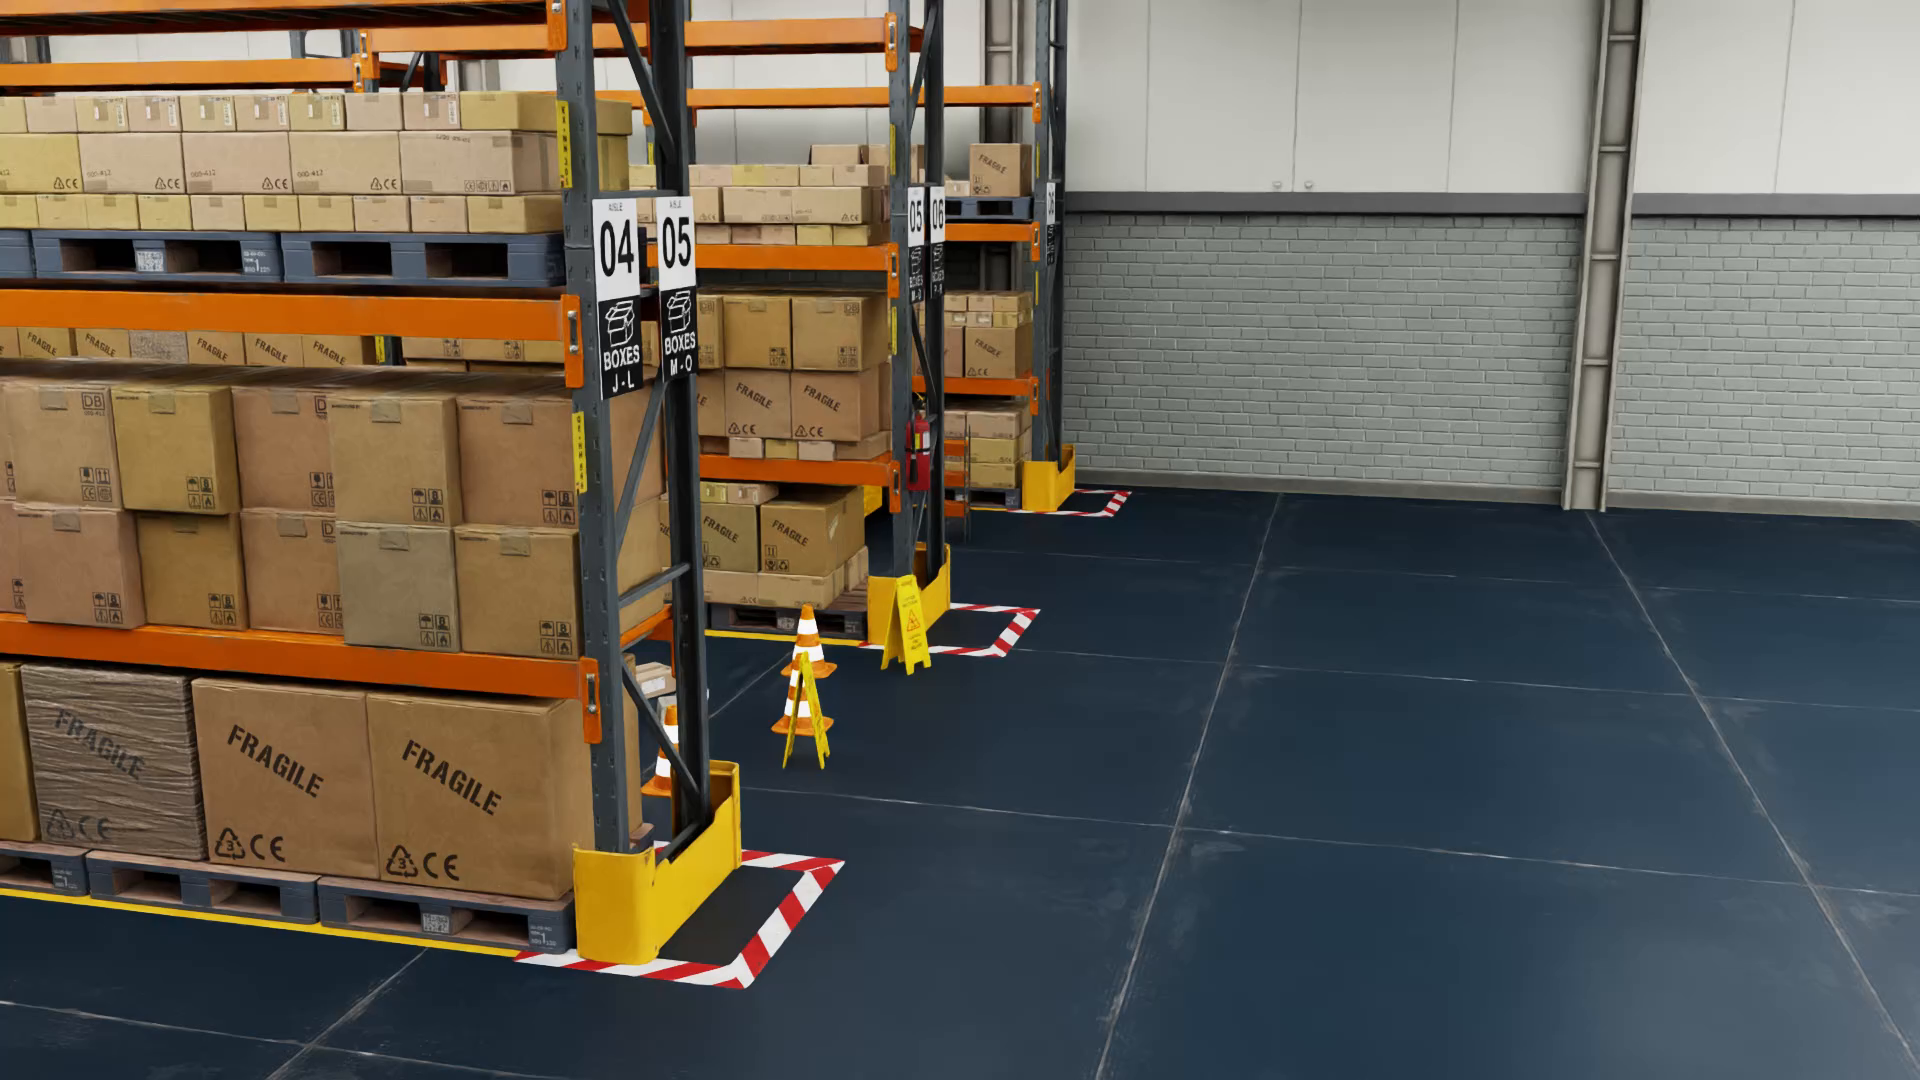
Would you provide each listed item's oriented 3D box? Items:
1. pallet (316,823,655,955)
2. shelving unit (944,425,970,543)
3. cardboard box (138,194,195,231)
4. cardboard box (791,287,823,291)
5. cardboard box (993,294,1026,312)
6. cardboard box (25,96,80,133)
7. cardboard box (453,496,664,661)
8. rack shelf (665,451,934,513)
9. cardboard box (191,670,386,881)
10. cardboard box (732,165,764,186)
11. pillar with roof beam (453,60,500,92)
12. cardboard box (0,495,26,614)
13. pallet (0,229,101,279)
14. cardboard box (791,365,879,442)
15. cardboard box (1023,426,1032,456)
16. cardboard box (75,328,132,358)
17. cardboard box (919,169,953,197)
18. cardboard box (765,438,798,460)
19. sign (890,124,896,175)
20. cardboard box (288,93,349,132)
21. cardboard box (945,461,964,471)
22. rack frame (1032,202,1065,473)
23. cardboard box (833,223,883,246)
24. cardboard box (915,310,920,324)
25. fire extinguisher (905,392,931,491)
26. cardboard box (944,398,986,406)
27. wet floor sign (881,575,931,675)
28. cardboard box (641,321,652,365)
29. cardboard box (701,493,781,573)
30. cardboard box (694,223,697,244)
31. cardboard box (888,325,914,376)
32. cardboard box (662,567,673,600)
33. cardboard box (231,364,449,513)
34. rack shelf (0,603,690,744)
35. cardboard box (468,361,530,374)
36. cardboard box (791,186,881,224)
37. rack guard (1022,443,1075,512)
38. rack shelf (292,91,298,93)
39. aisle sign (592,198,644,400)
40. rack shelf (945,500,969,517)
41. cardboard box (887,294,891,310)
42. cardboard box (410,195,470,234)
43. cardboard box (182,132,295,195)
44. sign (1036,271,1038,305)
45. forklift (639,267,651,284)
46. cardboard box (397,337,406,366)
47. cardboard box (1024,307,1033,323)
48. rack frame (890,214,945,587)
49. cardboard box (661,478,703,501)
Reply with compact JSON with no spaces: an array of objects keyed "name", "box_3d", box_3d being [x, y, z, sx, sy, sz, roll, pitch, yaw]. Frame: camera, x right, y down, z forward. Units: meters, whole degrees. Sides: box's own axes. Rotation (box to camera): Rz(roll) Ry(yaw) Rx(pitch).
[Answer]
[{"name":"pallet","box_3d":[-2.178,1.554,7.758,1.213,0.211,1.003,3,13,14]},{"name":"shelving unit","box_3d":[-0.052,-0.515,15.149,0.252,1.050,0.215,3,13,14]},{"name":"cardboard box","box_3d":[-3.268,-1.403,7.103,0.250,0.149,0.380,3,13,14]},{"name":"cardboard box","box_3d":[-1.612,-2.587,17.572,0.250,0.149,0.380,3,13,13]},{"name":"cardboard box","box_3d":[0.492,-2.357,16.535,0.250,0.149,0.380,3,13,14]},{"name":"cardboard box","box_3d":[-3.759,-1.819,7.135,0.250,0.149,0.380,3,13,13]},{"name":"cardboard box","box_3d":[-1.754,0.135,7.371,0.550,0.550,0.875,3,13,14]},{"name":"rack shelf","box_3d":[-2.237,-0.581,12.604,4.000,0.370,1.077,3,13,14]},{"name":"cardboard box","box_3d":[-2.912,0.984,7.828,0.875,0.875,0.875,3,13,13]},{"name":"cardboard box","box_3d":[-1.422,-2.570,11.721,0.250,0.149,0.380,3,13,14]},{"name":"pillar with roof beam","box_3d":[-6.427,-4.433,14.454,0.400,9.000,9.100,3,13,14]},{"name":"cardboard box","box_3d":[-4.366,-0.023,8.080,0.550,0.550,0.875,3,13,14]},{"name":"pallet","box_3d":[-4.475,-1.366,7.762,1.213,0.211,1.003,3,13,14]},{"name":"cardboard box","box_3d":[-0.888,-0.993,11.881,0.500,0.500,0.500,3,13,13]},{"name":"cardboard box","box_3d":[0.483,-1.047,17.269,0.500,0.250,0.500,3,13,15]},{"name":"cardboard box","box_3d":[-6.656,-1.519,13.283,0.500,0.500,0.500,3,13,14]},{"name":"cardboard box","box_3d":[-0.233,-3.517,16.363,0.258,0.266,0.396,3,13,14]},{"name":"cardboard box","box_3d":[-1.226,-0.688,12.005,0.250,0.149,0.380,3,13,13]},{"name":"sign","box_3d":[-0.448,-2.609,11.116,0.005,0.325,0.100,3,13,14]},{"name":"cardboard box","box_3d":[-2.534,-1.753,6.839,0.250,0.149,0.380,3,13,14]},{"name":"cardboard box","box_3d":[-0.122,-0.721,16.952,0.500,0.250,0.500,3,13,14]},{"name":"rack frame","box_3d":[0.890,-1.872,16.764,0.127,3.000,1.000,3,13,14]},{"name":"cardboard box","box_3d":[-0.709,-2.130,11.579,0.250,0.149,0.380,3,13,14]},{"name":"cardboard box","box_3d":[-0.515,-2.249,16.735,0.250,0.149,0.380,3,13,12]},{"name":"fire extinguisher","box_3d":[-0.295,-0.688,11.603,0.183,0.674,0.296,3,13,14]},{"name":"cardboard box","box_3d":[-0.017,-1.313,17.313,0.500,0.250,0.500,3,13,14]},{"name":"wet floor sign","box_3d":[-0.367,0.556,11.255,0.232,0.644,0.267,8,15,33]},{"name":"cardboard box","box_3d":[-2.304,-1.579,12.215,0.500,0.500,0.700,3,13,13]},{"name":"cardboard box","box_3d":[-1.643,-0.070,12.289,0.500,0.500,0.500,4,13,16]},{"name":"cardboard box","box_3d":[-1.945,-2.202,11.905,0.250,0.149,0.380,3,13,12]},{"name":"cardboard box","box_3d":[-0.650,-1.947,16.869,0.500,0.500,0.500,3,13,12]},{"name":"cardboard box","box_3d":[-2.155,0.269,12.491,0.500,0.250,0.500,3,13,12]},{"name":"cardboard box","box_3d":[-2.802,-0.477,7.634,0.550,0.550,0.875,3,13,14]},{"name":"rack shelf","box_3d":[-3.325,0.465,7.889,4.000,0.370,1.077,3,13,14]},{"name":"cardboard box","box_3d":[-3.326,-1.127,12.489,0.500,0.500,0.500,3,13,13]},{"name":"cardboard box","box_3d":[-0.857,-2.335,11.582,0.500,0.250,0.500,3,13,13]},{"name":"rack guard","box_3d":[0.914,-0.651,17.029,0.348,0.500,1.175,3,13,14]},{"name":"rack shelf","box_3d":[-8.819,-4.774,18.575,4.000,0.370,1.077,3,13,14]},{"name":"aisle sign","box_3d":[-1.386,-0.985,6.761,0.004,0.787,0.394,3,13,14]},{"name":"rack shelf","box_3d":[-0.052,-0.234,15.211,0.240,0.259,0.215,3,13,14]},{"name":"cardboard box","box_3d":[-0.771,-2.403,16.738,0.250,0.149,0.380,3,13,15]},{"name":"cardboard box","box_3d":[-2.032,-1.337,6.805,0.250,0.149,0.380,3,13,14]},{"name":"cardboard box","box_3d":[-2.898,-1.591,7.032,0.500,0.250,0.500,3,13,13]},{"name":"sign","box_3d":[0.747,-2.440,16.102,0.005,0.325,0.100,3,13,14]},{"name":"forklift","box_3d":[-3.859,-1.770,16.462,3.031,2.935,1.130,5,13,22]},{"name":"cardboard box","box_3d":[-4.565,-1.520,13.287,0.500,0.500,0.500,3,13,15]},{"name":"cardboard box","box_3d":[0.623,-2.310,17.008,0.250,0.149,0.380,3,13,12]},{"name":"rack frame","box_3d":[-0.295,-0.828,12.058,0.127,3.000,1.000,3,13,14]},{"name":"cardboard box","box_3d":[-2.007,-0.393,12.247,0.250,0.149,0.380,4,13,16]}]
